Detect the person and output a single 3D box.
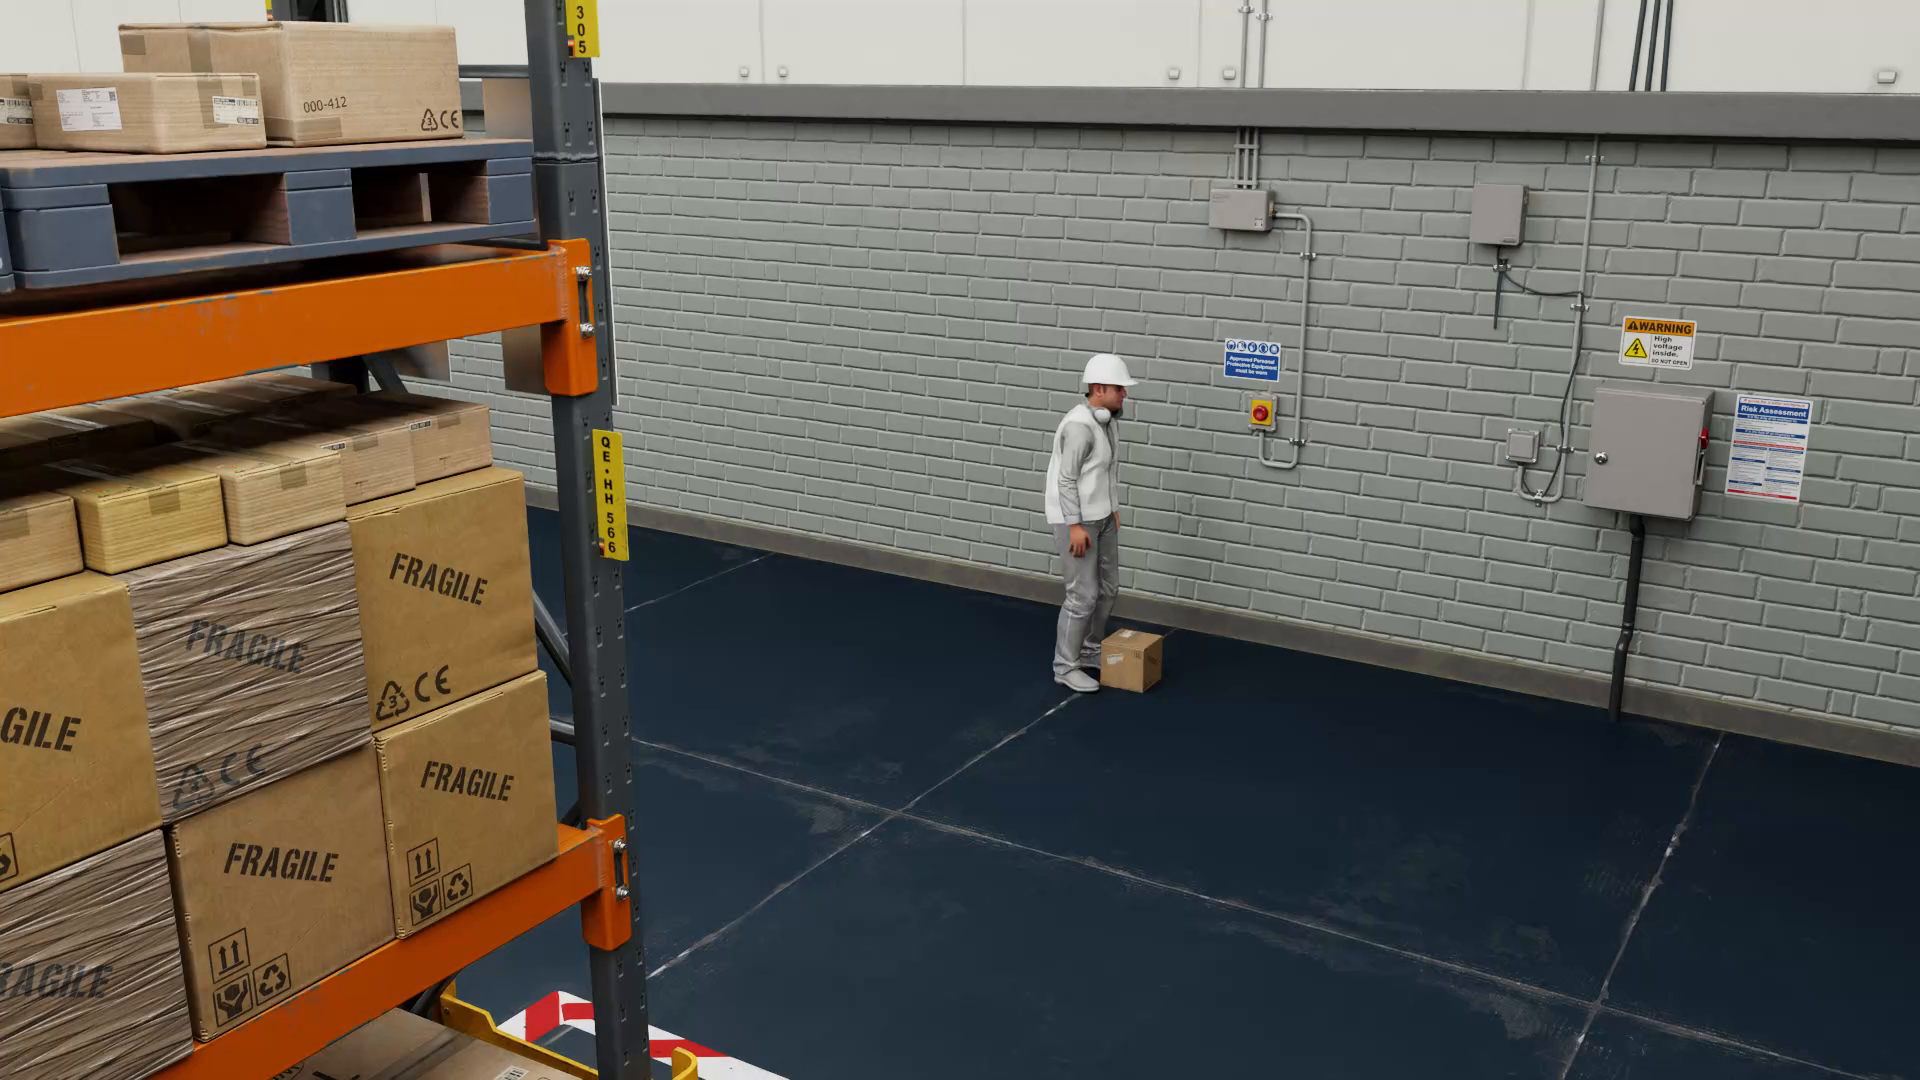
[{"bbox_3d":[0.698,-0.117,8.891,0.464,1.771,0.594,8,18,27],"label":"person"}]
